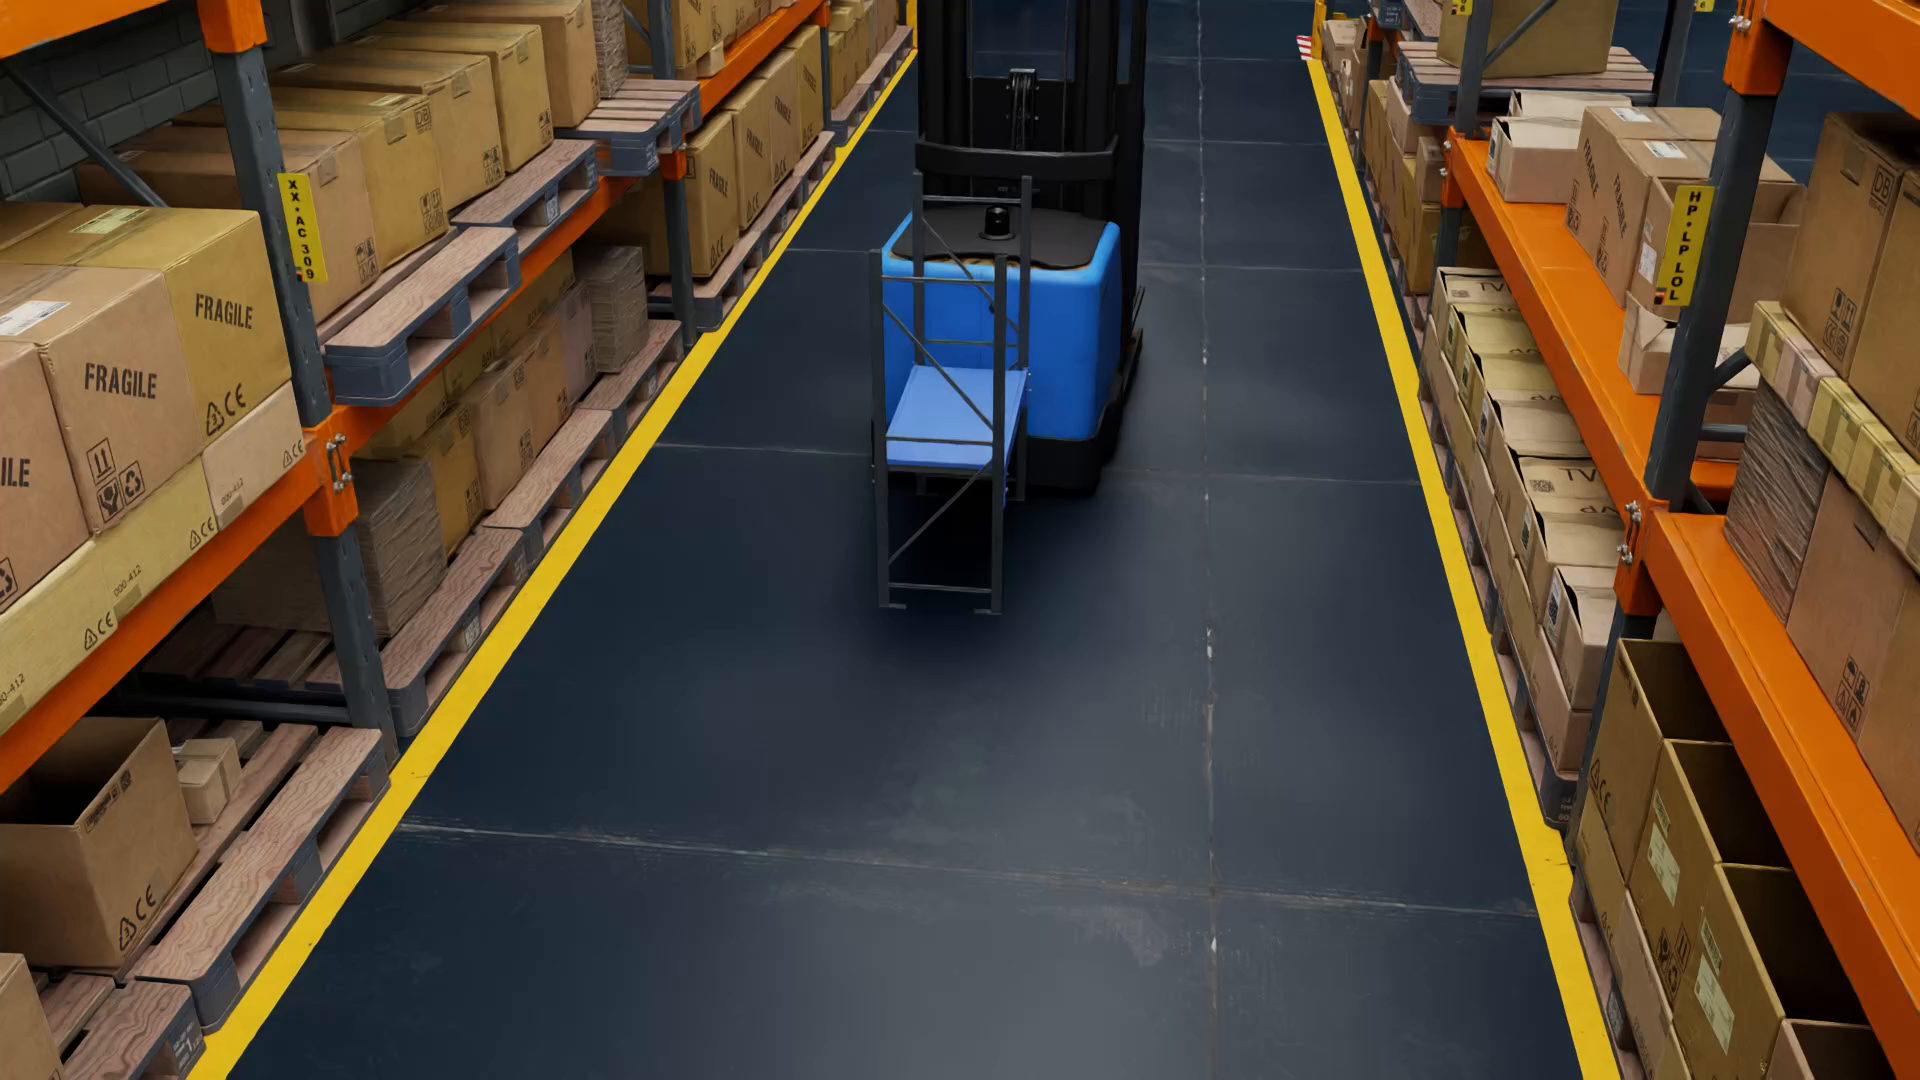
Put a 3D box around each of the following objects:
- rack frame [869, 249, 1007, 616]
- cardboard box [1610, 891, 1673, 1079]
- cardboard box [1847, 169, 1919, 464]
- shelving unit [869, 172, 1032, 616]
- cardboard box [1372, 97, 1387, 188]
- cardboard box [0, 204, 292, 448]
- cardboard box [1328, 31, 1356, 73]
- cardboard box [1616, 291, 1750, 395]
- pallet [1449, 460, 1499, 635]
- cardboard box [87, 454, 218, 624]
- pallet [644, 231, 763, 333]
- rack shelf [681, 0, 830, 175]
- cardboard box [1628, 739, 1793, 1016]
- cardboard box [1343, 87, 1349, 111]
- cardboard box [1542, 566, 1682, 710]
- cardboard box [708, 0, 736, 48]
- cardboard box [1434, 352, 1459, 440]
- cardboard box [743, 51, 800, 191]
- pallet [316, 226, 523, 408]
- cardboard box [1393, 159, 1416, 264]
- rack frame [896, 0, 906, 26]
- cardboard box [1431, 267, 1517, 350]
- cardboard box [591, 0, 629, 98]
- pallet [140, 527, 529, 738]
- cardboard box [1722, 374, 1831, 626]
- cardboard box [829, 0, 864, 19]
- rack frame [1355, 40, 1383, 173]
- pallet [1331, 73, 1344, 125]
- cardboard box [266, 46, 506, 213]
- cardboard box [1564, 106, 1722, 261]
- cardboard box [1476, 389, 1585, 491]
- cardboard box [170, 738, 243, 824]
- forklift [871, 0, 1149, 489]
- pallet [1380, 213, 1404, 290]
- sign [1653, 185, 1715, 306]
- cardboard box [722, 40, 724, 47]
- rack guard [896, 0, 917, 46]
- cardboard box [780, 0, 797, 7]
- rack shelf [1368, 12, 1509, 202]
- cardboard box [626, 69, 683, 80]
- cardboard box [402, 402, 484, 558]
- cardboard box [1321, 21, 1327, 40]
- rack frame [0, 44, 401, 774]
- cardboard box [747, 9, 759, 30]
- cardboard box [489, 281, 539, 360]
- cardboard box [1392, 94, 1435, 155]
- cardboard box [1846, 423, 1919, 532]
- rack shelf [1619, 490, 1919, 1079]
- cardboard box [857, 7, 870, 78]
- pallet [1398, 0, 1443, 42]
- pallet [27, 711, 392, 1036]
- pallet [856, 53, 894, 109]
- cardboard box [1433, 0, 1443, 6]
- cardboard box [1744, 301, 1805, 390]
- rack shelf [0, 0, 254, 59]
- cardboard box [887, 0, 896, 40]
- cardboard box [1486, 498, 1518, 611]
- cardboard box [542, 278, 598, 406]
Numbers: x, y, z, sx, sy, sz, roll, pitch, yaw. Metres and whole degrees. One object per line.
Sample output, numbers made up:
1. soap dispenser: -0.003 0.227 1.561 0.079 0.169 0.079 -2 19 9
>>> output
1. rack frame: -0.080 -0.376 6.367 0.500 1.500 0.032 3 29 6
2. cardboard box: 2.027 1.190 4.335 0.500 0.250 0.500 3 28 6
3. cardboard box: 2.343 -0.439 3.430 0.700 0.500 0.500 3 28 6
4. shelving unit: -0.015 -0.615 6.811 0.538 1.500 1.048 3 29 6
5. cardboard box: 3.076 -2.665 11.206 0.500 0.500 0.500 4 29 7
6. cardboard box: -2.216 -0.590 4.529 0.500 0.500 0.500 3 28 6
7. cardboard box: 3.451 -4.193 14.305 0.500 0.250 0.500 3 28 6
8. cardboard box: 2.377 -0.637 5.411 0.396 0.266 0.258 3 28 5
9. pallet: 2.650 0.031 6.969 1.003 0.211 1.213 3 28 6
10. cardboard box: -2.292 -0.026 4.272 0.500 0.250 0.500 3 29 6
11. pallet: -1.804 -1.579 9.959 1.003 0.211 1.213 3 28 6
12. rack shelf: -1.730 -3.065 10.535 1.077 0.370 4.000 3 28 6
13. cardboard box: 2.030 0.860 4.157 0.500 0.500 0.500 3 28 6
14. cardboard box: 3.206 -3.440 13.015 0.380 0.149 0.250 3 28 6
15. cardboard box: 2.217 0.300 5.395 0.500 0.311 0.500 3 28 6
16. cardboard box: -1.588 -3.084 9.371 0.500 0.500 0.500 4 29 8
17. cardboard box: 2.525 -0.662 7.773 0.500 0.250 0.500 3 28 5
18. cardboard box: -1.542 -2.830 11.163 0.750 0.750 0.750 4 29 8
19. pallet: -2.227 -0.824 5.820 1.003 0.211 1.213 3 28 6
20. cardboard box: 2.887 -1.945 9.869 0.500 0.500 0.500 2 28 4
21. rack frame: -0.995 -6.206 15.607 1.000 3.000 0.127 3 28 6
22. cardboard box: 2.586 -1.146 8.080 0.500 0.311 0.500 4 29 8
23. cardboard box: -2.023 -2.456 8.077 0.700 0.500 0.500 0 28 0
24. pallet: -2.371 0.304 6.464 1.003 0.211 1.213 3 28 6
25. cardboard box: 2.403 -0.106 4.179 0.700 0.500 0.500 3 28 5
26. cardboard box: -1.005 -4.436 13.829 0.380 0.149 0.250 3 28 5
27. rack frame: 3.432 -4.037 11.581 1.000 3.000 0.127 3 28 6
28. pallet: 3.664 -3.708 13.911 1.003 0.211 1.213 3 28 6
29. cardboard box: -2.244 -1.607 6.501 0.700 0.500 0.500 7 29 13
30. cardboard box: 2.752 -1.407 6.594 0.500 0.500 0.500 2 28 3
31. cardboard box: 2.403 -0.416 6.725 0.500 0.311 0.500 3 28 6
32. cardboard box: -2.501 0.750 5.219 0.380 0.166 0.250 0 28 0
33. forklift: 0.387 -2.203 8.248 1.130 2.935 3.031 5 29 10
34. pallet: 3.223 -1.848 10.459 1.003 0.211 1.213 3 28 6
35. sign: 1.912 -0.773 4.385 0.100 0.325 0.005 3 28 6
36. cardboard box: -1.617 -2.967 9.838 0.380 0.149 0.250 4 29 7
37. rack guard: -0.992 -5.117 16.221 1.175 0.500 0.348 3 28 6
38. cardboard box: -1.304 -3.679 11.159 0.380 0.149 0.250 3 28 6
39. rack shelf: 3.187 -2.779 10.004 1.077 0.370 4.000 3 28 6
40. cardboard box: -1.705 -2.480 8.935 0.380 0.149 0.250 3 28 5
41. cardboard box: -2.378 -0.244 6.712 0.700 0.500 0.500 3 28 5
42. cardboard box: 3.529 -4.681 15.319 0.380 0.149 0.250 3 28 6
43. rack frame: -2.465 -0.557 5.122 1.000 3.000 0.127 3 28 6
44. cardboard box: -1.489 -3.326 10.505 0.380 0.149 0.250 4 29 8
45. cardboard box: -2.202 -1.015 7.352 0.500 0.250 0.500 3 28 6
46. cardboard box: 2.947 -2.540 10.183 0.500 0.250 0.500 3 28 5
47. cardboard box: 2.135 -0.122 3.525 0.380 0.149 0.250 3 28 6
48. rack shelf: 2.206 0.987 3.014 1.077 0.370 4.000 3 28 6
49. cardboard box: -1.162 -4.231 14.134 0.700 0.500 0.500 4 29 7
50. pallet: 3.175 -2.985 9.831 1.003 0.211 1.213 3 28 6
51. pallet: -2.513 0.988 5.193 1.003 0.211 1.213 3 28 6
52. pallet: -1.167 -4.025 14.498 1.003 0.211 1.213 3 28 6
53. cardboard box: 3.276 -3.431 9.907 0.700 0.500 0.500 -4 29 -7
54. cardboard box: 2.226 -0.486 4.200 0.380 0.149 0.250 3 28 6
55. rack shelf: -2.710 -0.620 2.834 1.077 0.370 4.000 3 28 6
56. cardboard box: -0.982 -4.955 15.478 0.700 0.500 0.500 3 28 6
57. cardboard box: 2.341 0.063 6.426 0.500 0.250 0.500 4 29 7
58. cardboard box: -2.190 -0.956 8.033 0.700 0.500 0.500 3 28 6
